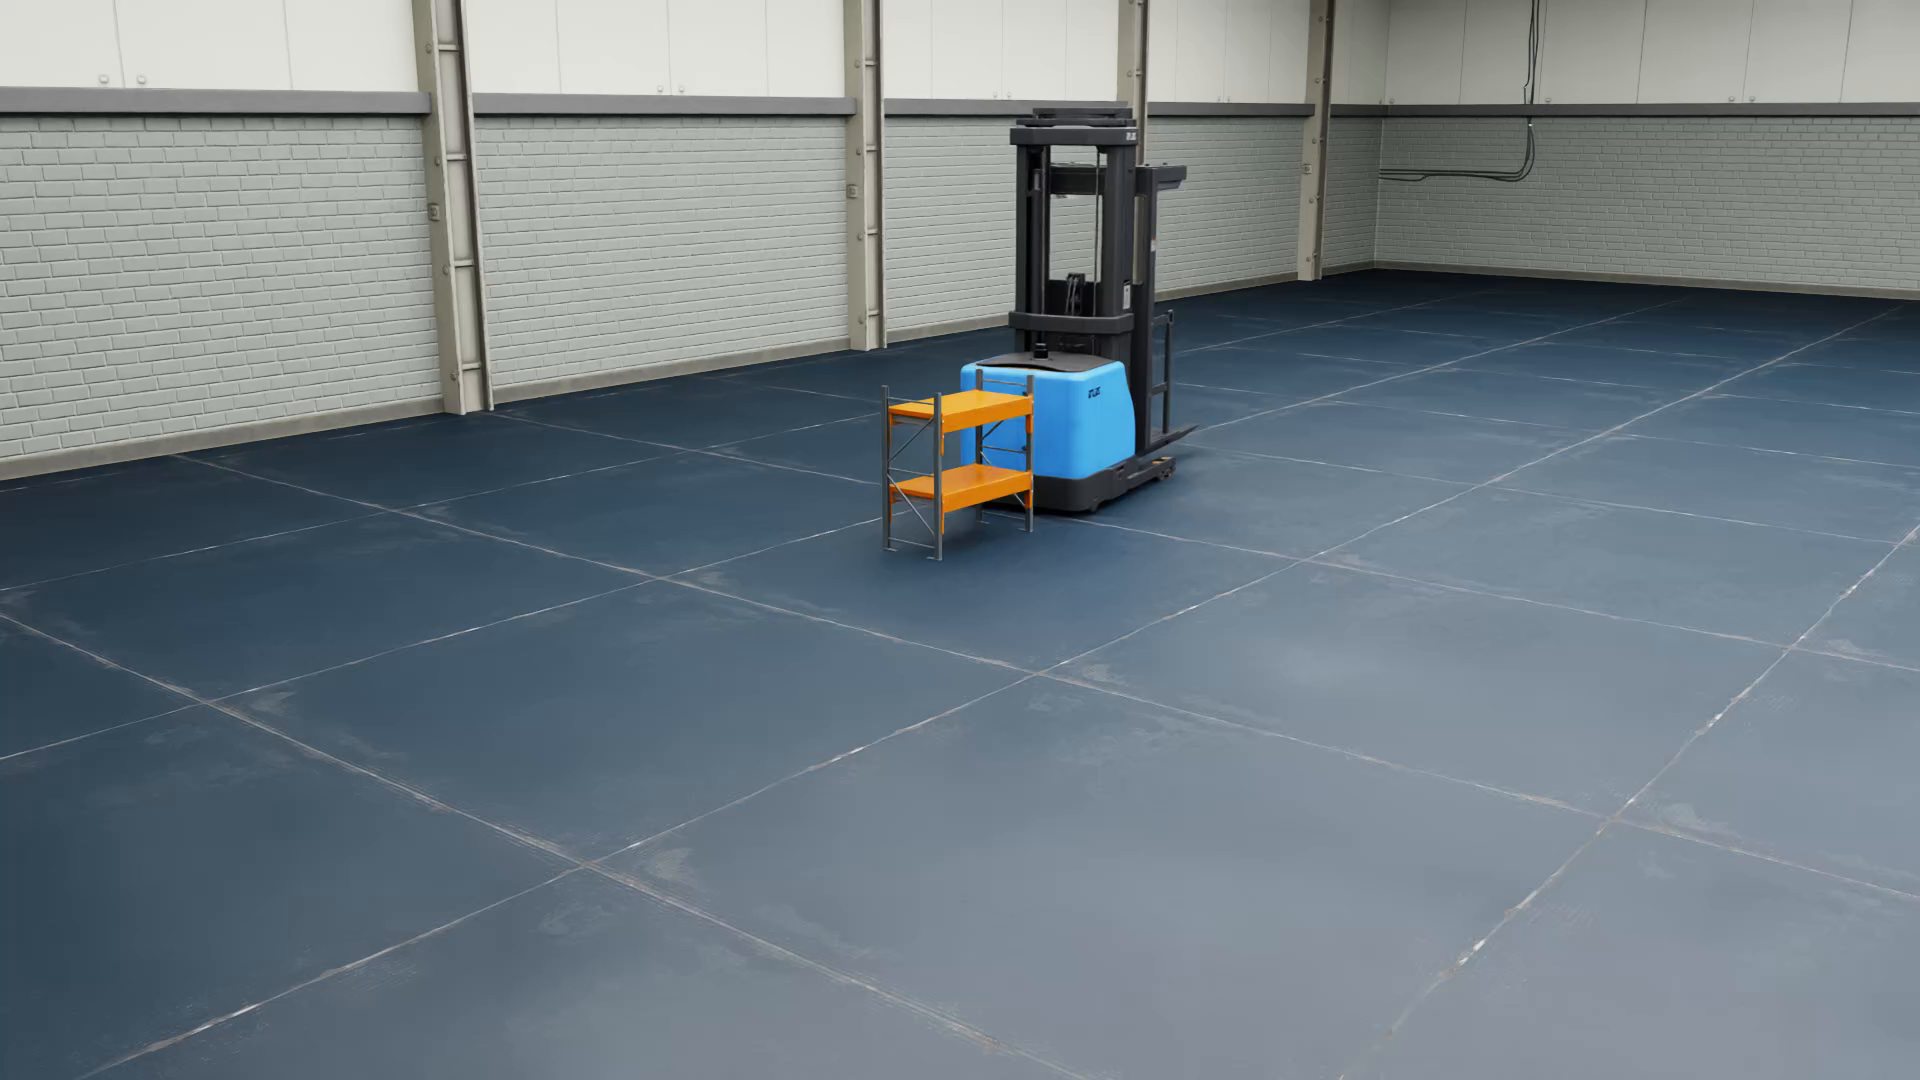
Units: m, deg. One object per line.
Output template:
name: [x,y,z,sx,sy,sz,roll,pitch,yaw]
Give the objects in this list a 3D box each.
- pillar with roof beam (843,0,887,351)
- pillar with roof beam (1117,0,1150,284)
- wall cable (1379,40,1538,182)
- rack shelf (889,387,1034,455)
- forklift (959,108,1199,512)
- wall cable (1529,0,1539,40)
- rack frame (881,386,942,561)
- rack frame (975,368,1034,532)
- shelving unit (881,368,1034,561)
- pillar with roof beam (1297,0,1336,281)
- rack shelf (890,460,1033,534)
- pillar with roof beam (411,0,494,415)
pillar with roof beam: [2.168,-6.149,17.552,9.100,9.000,0.400,11,18,38]
pillar with roof beam: [5.939,-7.298,22.075,9.100,9.000,0.400,11,18,38]
wall cable: [9.242,-7.968,31.018,3.097,2.526,0.112,11,18,38]
rack shelf: [-0.004,-0.828,11.407,0.538,0.278,1.000,11,18,38]
forklift: [1.121,-1.942,13.316,1.130,2.935,3.031,7,16,27]
wall cable: [11.346,-9.997,28.749,3.097,2.526,0.112,11,18,38]
rack frame: [-0.324,-0.447,11.096,0.500,1.125,0.032,11,18,38]
rack frame: [0.315,-0.641,11.863,0.500,1.125,0.032,11,18,38]
shelving unit: [-0.004,-0.544,11.479,0.538,1.125,1.048,11,18,38]
pillar with roof beam: [9.710,-8.447,26.598,9.100,9.000,0.400,11,18,38]
rack shelf: [-0.004,-0.307,11.540,0.538,0.278,1.000,11,18,38]
pillar with roof beam: [-1.603,-5.000,13.029,9.100,9.000,0.400,11,18,38]
